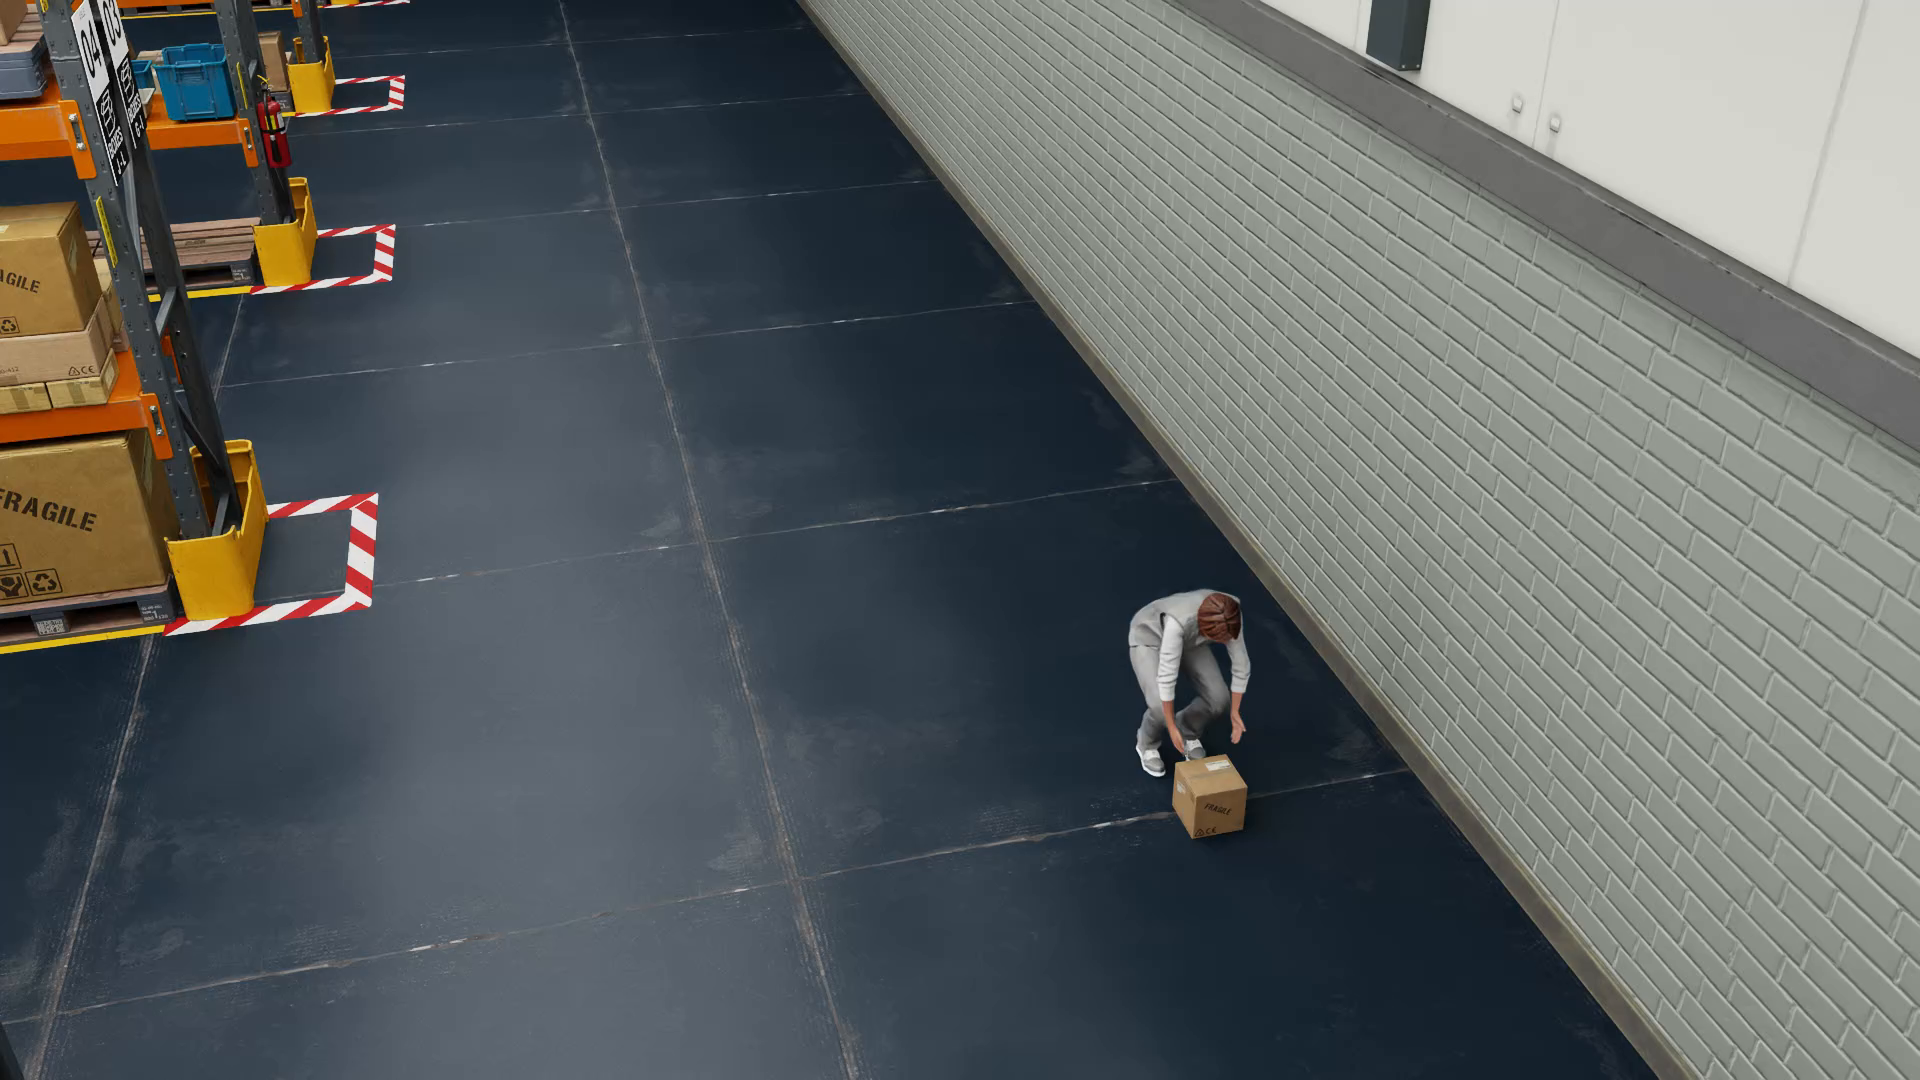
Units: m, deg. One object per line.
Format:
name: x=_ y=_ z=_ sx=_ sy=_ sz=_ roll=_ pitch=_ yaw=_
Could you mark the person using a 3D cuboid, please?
person: x=1.060 y=0.599 z=7.716 sx=0.460 sy=1.102 sz=0.745 roll=-8 pitch=32 yaw=-13
